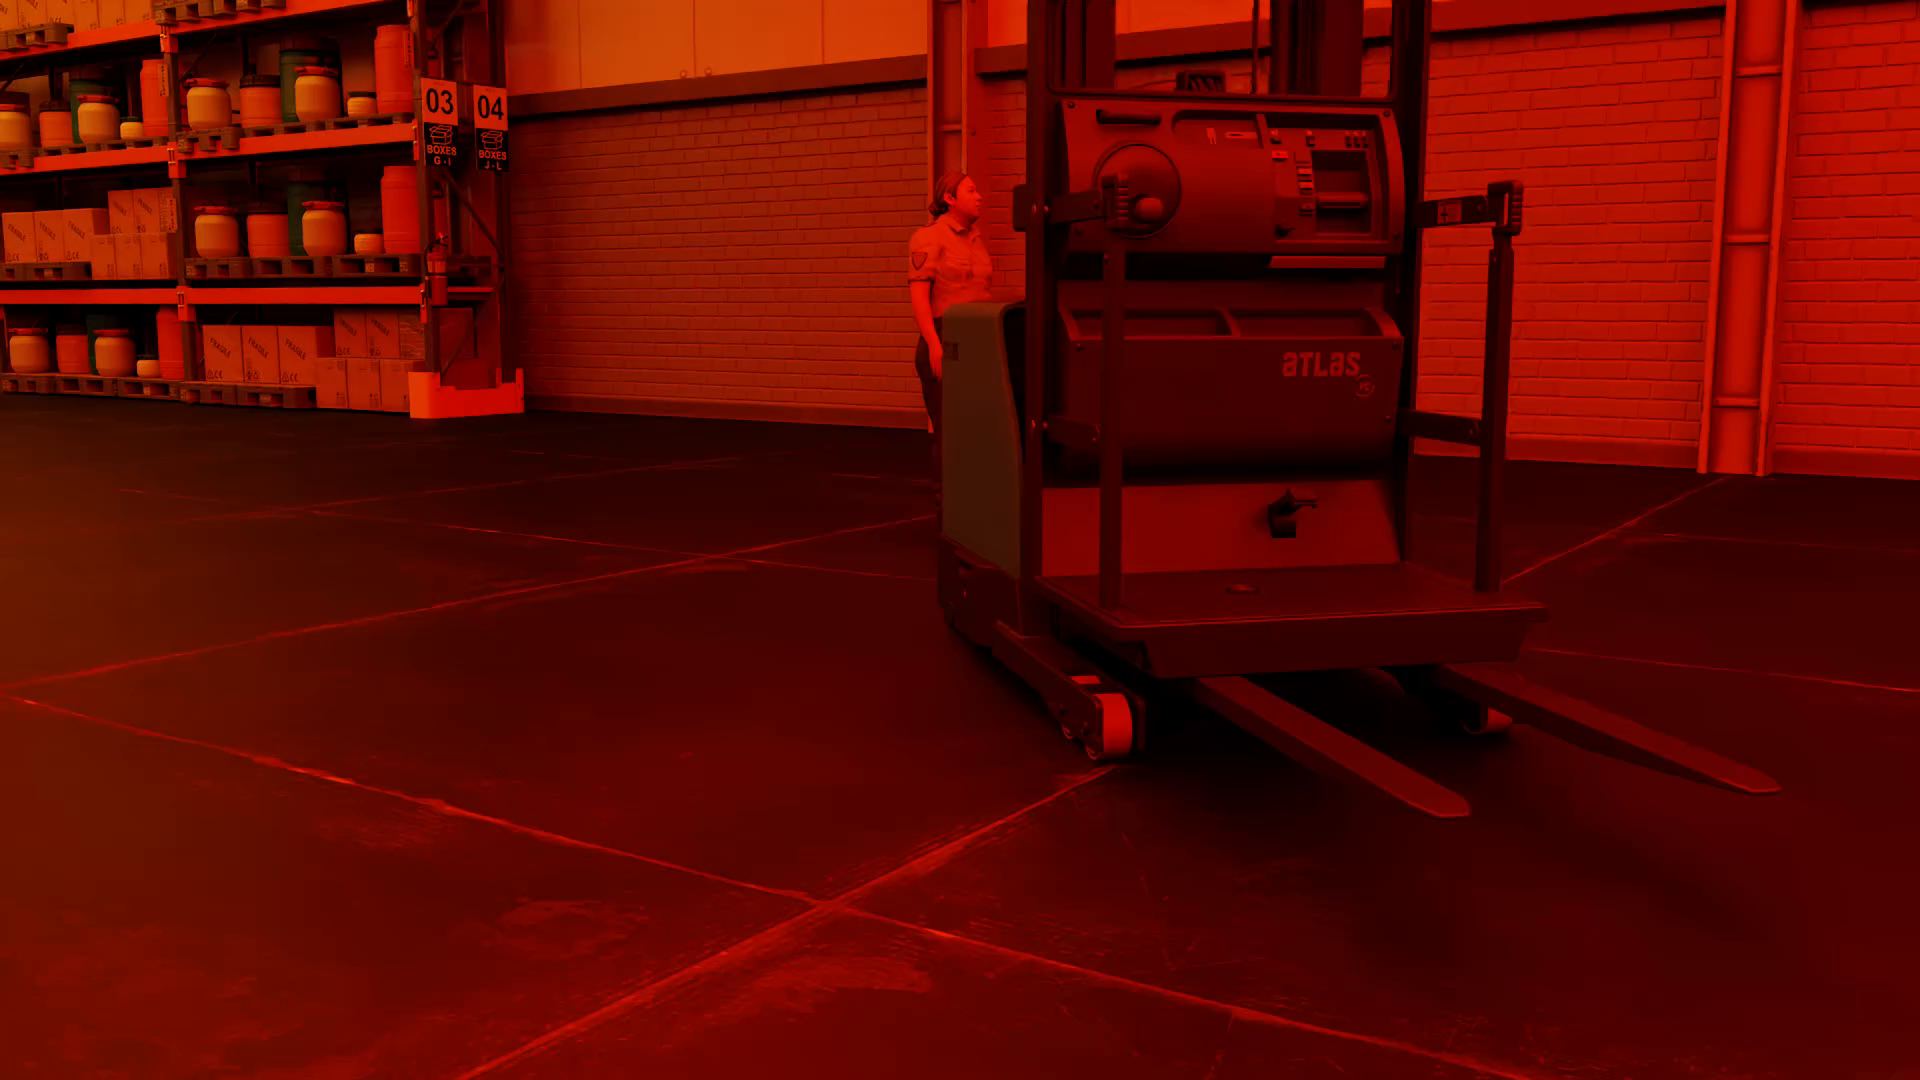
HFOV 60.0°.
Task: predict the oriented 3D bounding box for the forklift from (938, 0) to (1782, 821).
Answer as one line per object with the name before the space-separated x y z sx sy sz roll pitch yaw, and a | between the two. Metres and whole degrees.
forklift | 0.769 -0.987 4.130 1.130 2.935 3.031 -2 8 -13

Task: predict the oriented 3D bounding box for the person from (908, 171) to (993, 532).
person | 0.062 -0.814 7.419 0.503 1.650 0.599 5 10 34
